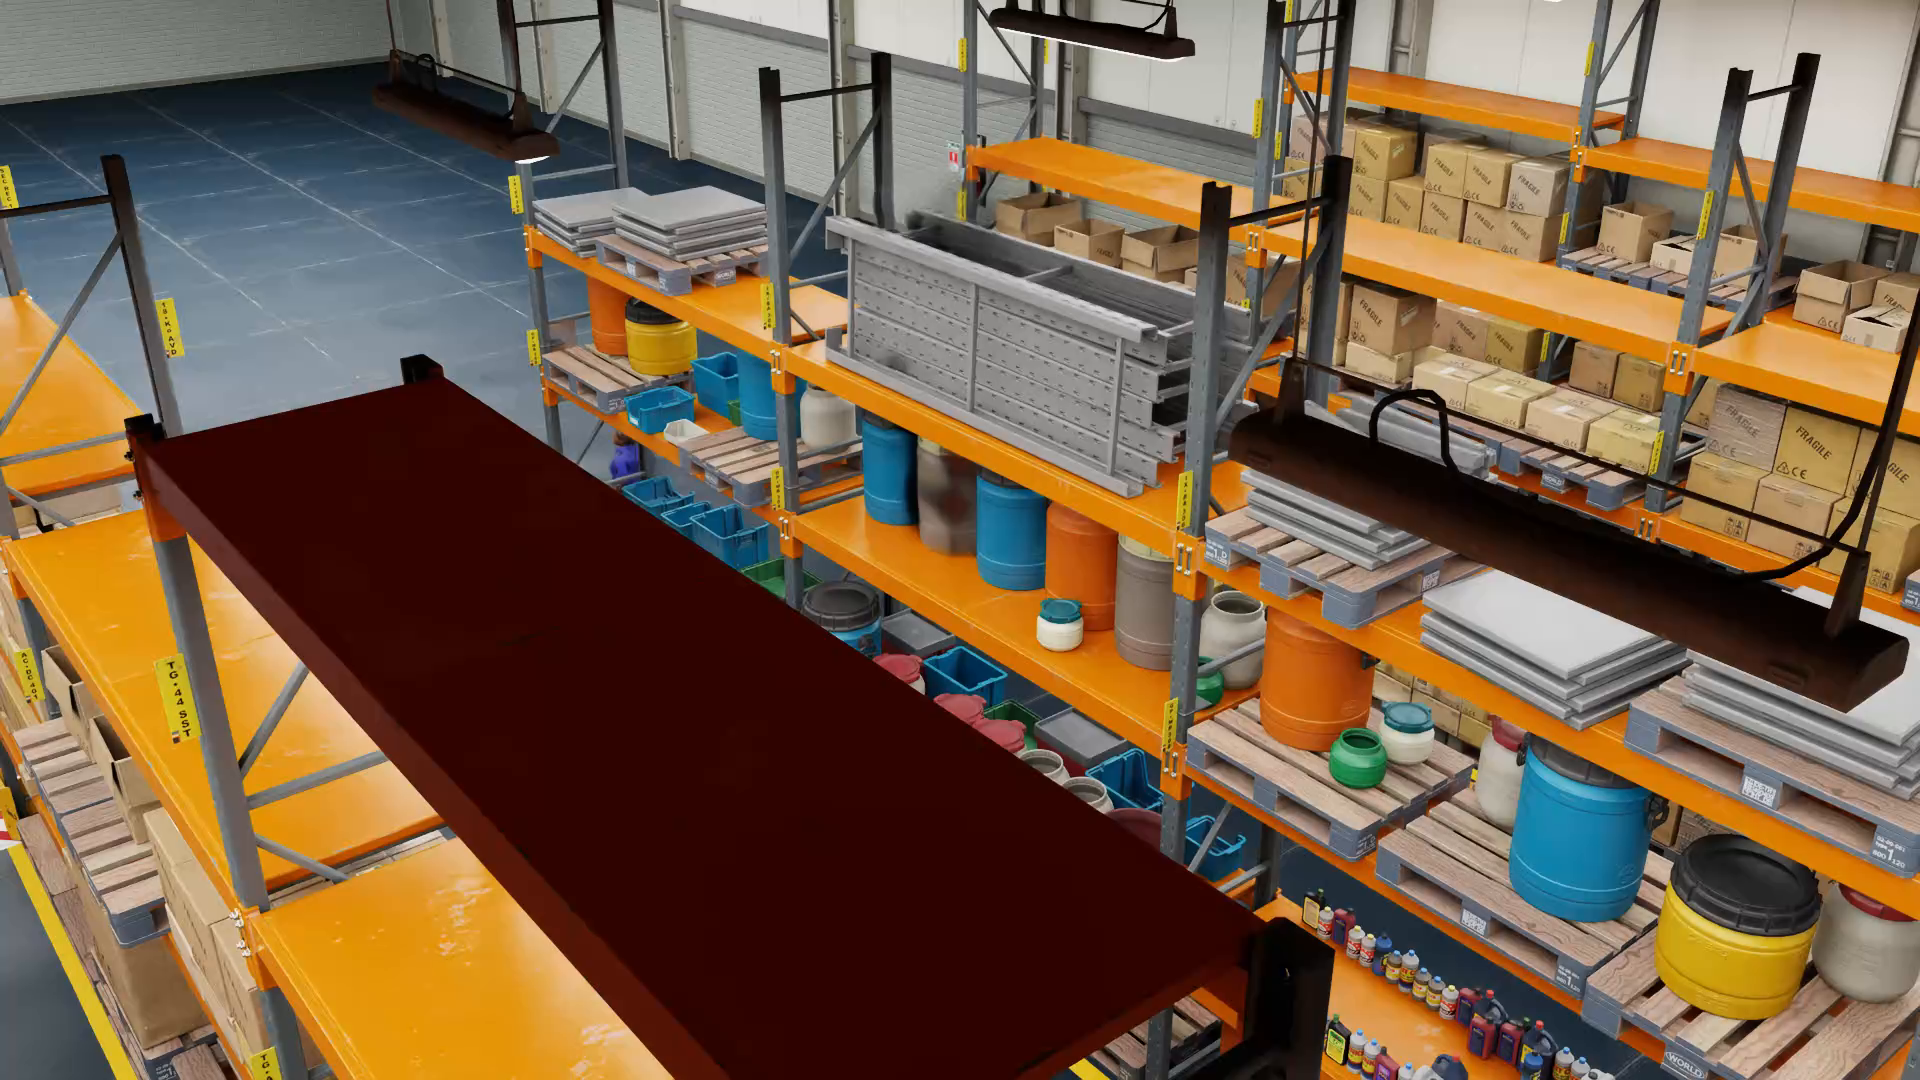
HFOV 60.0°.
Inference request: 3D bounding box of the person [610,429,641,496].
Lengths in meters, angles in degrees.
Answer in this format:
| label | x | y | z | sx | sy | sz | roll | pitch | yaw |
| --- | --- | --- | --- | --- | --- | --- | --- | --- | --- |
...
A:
| label | x | y | z | sx | sy | sz | roll | pitch | yaw |
| --- | --- | --- | --- | --- | --- | --- | --- | --- | --- |
| person | -3.407 | -0.433 | 17.339 | 0.775 | 1.643 | 0.595 | 6 | 26 | 12 |
